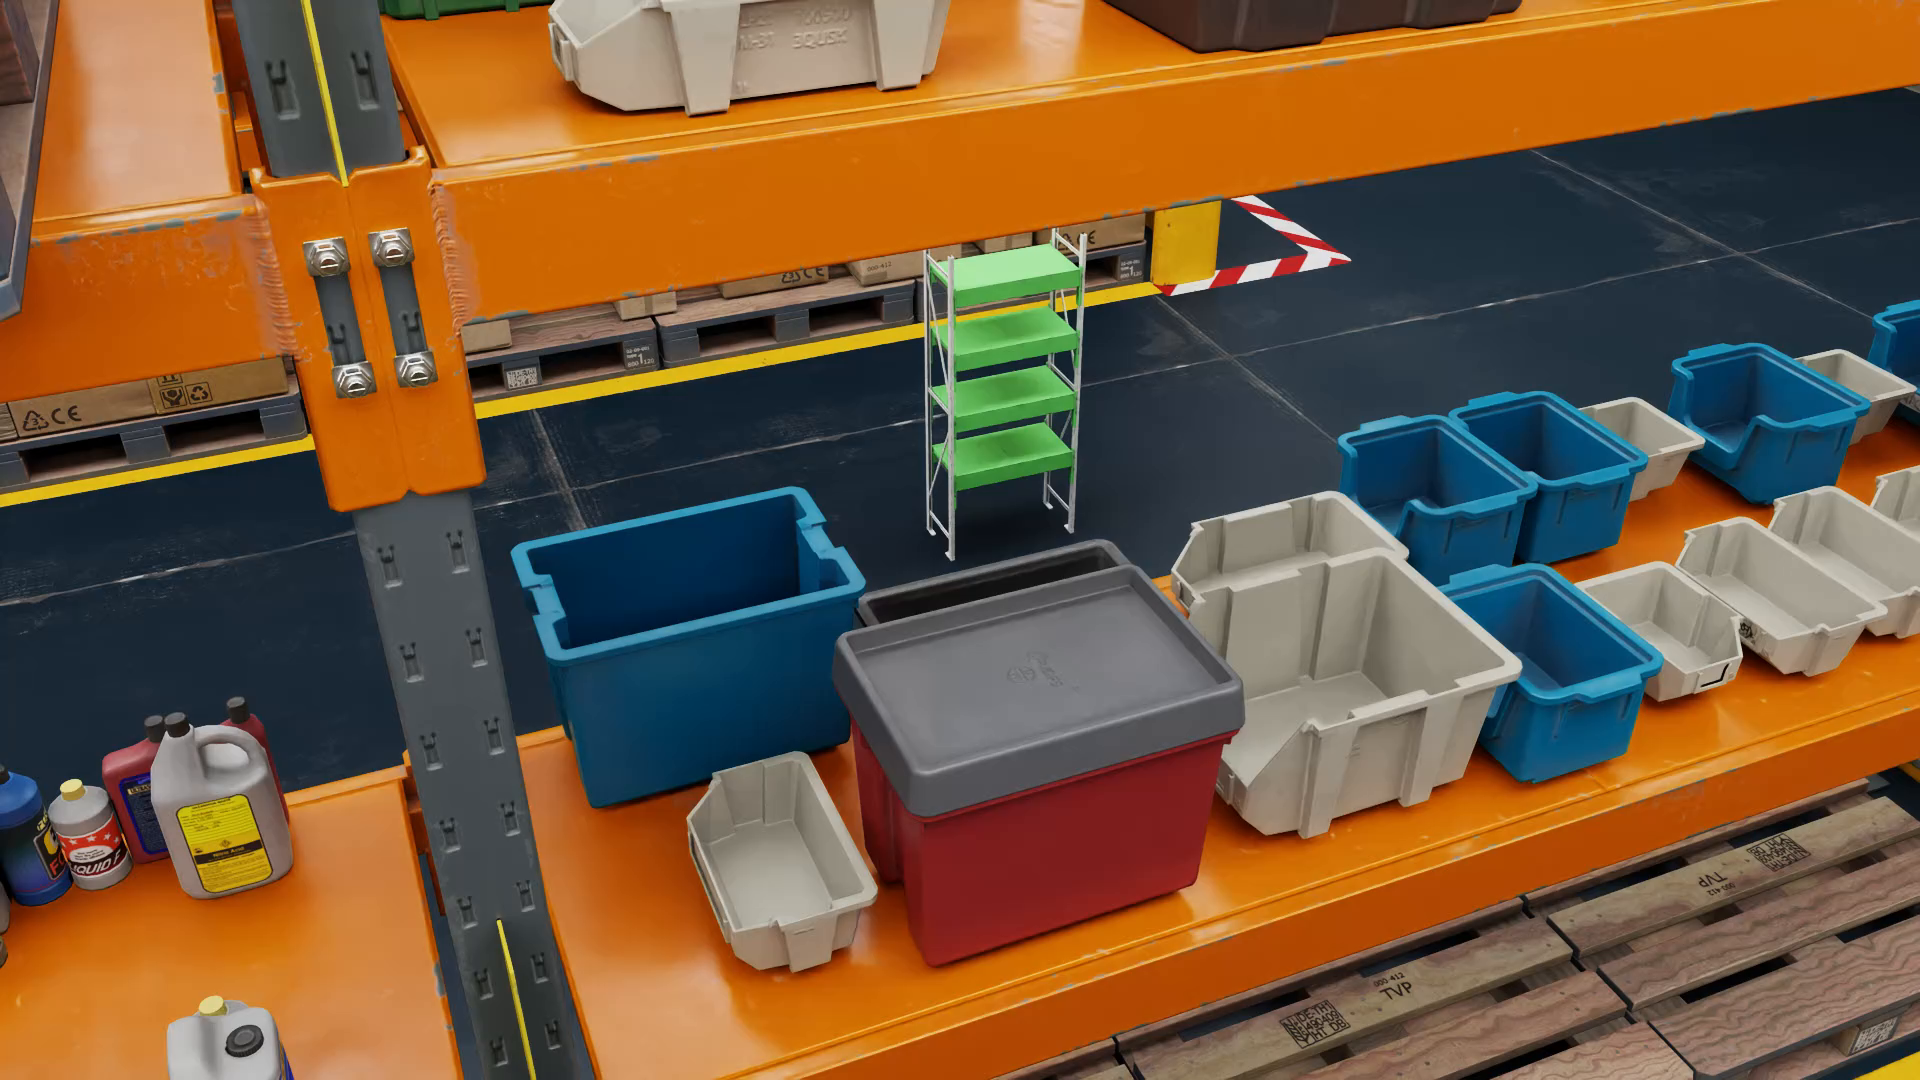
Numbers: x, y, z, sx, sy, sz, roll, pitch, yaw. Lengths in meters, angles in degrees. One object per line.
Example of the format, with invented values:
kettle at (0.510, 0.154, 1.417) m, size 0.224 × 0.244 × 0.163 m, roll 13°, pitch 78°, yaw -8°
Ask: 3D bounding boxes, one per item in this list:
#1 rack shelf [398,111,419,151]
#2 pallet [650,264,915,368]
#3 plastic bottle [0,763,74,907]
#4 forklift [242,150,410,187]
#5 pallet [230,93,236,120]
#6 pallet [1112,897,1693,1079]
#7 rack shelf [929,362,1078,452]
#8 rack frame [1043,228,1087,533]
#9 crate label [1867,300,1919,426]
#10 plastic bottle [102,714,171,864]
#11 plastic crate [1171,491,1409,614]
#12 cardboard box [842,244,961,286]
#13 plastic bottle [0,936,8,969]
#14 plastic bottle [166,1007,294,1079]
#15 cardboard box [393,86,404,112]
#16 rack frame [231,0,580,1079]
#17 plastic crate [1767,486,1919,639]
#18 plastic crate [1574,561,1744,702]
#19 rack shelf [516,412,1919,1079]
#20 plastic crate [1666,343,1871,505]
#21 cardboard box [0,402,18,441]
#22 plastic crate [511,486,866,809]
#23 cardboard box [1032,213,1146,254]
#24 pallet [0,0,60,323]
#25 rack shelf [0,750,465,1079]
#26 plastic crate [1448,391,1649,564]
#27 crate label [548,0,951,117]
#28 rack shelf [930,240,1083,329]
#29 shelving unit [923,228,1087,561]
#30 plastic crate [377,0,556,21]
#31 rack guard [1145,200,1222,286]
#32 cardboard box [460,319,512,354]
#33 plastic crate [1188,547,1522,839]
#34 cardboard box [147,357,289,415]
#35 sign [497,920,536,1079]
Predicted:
rack shelf at (-0.868, -2.115, 7.409) m, size 4.000 × 0.370 × 1.077 m, roll -13°, pitch 35°, yaw -19°
pallet at (-0.952, -1.229, 7.946) m, size 1.213 × 0.211 × 1.003 m, roll -13°, pitch 35°, yaw -19°
plastic bottle at (-1.614, 0.497, 2.854) m, size 0.097 × 0.271 × 0.097 m, roll 0°, pitch 33°, yaw 0°
forklift at (-3.065, -3.306, 8.644) m, size 3.031 × 2.935 × 1.130 m, roll -12°, pitch 35°, yaw -18°
pallet at (-3.491, -1.800, 6.442) m, size 1.213 × 0.211 × 1.003 m, roll -13°, pitch 35°, yaw -19°
pallet at (0.991, 1.232, 4.163) m, size 1.213 × 0.211 × 1.003 m, roll -13°, pitch 35°, yaw -19°
rack shelf at (0.153, -0.484, 6.011) m, size 0.480 × 0.148 × 0.258 m, roll -13°, pitch 35°, yaw -19°
rack frame at (0.378, -0.589, 6.056) m, size 0.015 × 1.200 × 0.240 m, roll -13°, pitch 35°, yaw -19°
crate label at (2.535, -0.415, 4.236) m, size 0.303 × 0.233 × 0.416 m, roll -13°, pitch 35°, yaw -19°
plastic bottle at (-1.425, 0.438, 2.934) m, size 0.133 × 0.283 × 0.061 m, roll -13°, pitch 35°, yaw -19°
plastic crate at (0.691, 0.064, 3.588) m, size 0.466 × 0.136 × 0.293 m, roll -13°, pitch 35°, yaw -19°
cardboard box at (-0.318, -1.446, 7.840) m, size 0.500 × 0.250 × 0.500 m, roll -13°, pitch 35°, yaw -19°
plastic bottle at (-1.644, 0.623, 2.724) m, size 0.097 × 0.201 × 0.097 m, roll 0°, pitch 33°, yaw 0°
plastic bottle at (-1.037, 0.795, 2.391) m, size 0.135 × 0.276 × 0.152 m, roll -13°, pitch 35°, yaw -19°
cardboard box at (-2.137, -2.006, 6.492) m, size 0.500 × 0.500 × 0.500 m, roll -12°, pitch 35°, yaw -18°
rack frame at (-0.797, 0.499, 2.732) m, size 0.053 × 2.616 × 0.949 m, roll -13°, pitch 35°, yaw -19°
plastic crate at (1.935, 0.056, 3.601) m, size 0.243 × 0.136 × 0.396 m, roll -13°, pitch 35°, yaw -19°
plastic crate at (1.422, 0.199, 3.381) m, size 0.250 × 0.136 × 0.298 m, roll -13°, pitch 35°, yaw -19°
rack shelf at (1.046, 0.377, 3.580) m, size 4.000 × 0.370 × 1.077 m, roll -13°, pitch 35°, yaw -19°
plastic crate at (1.928, -0.276, 4.023) m, size 0.300 × 0.233 × 0.416 m, roll -13°, pitch 35°, yaw -19°
cardboard box at (-3.978, -0.677, 6.428) m, size 0.500 × 0.500 × 0.500 m, roll -12°, pitch 35°, yaw -18°
plastic crate at (-0.500, 0.209, 3.138) m, size 0.575 × 0.384 × 0.392 m, roll -13°, pitch 35°, yaw -19°
cardboard box at (0.570, -1.736, 8.057) m, size 0.500 × 0.500 × 0.500 m, roll -13°, pitch 35°, yaw -19°
pallet at (-1.483, -0.466, 1.638) m, size 1.003 × 0.211 × 1.213 m, roll -13°, pitch 35°, yaw -19°
rack shelf at (-2.642, 1.221, 2.282) m, size 4.000 × 0.370 × 1.077 m, roll -13°, pitch 35°, yaw -19°
plastic crate at (1.321, -0.137, 3.809) m, size 0.300 × 0.233 × 0.416 m, roll -13°, pitch 35°, yaw -19°
crate label at (-0.235, -0.607, 1.924) m, size 0.466 × 0.136 × 0.293 m, roll -13°, pitch 35°, yaw -19°
rack shelf at (0.153, -0.887, 5.750) m, size 0.480 × 0.148 × 0.258 m, roll -13°, pitch 35°, yaw -19°
shelving unit at (0.153, -0.538, 5.976) m, size 0.503 × 1.200 × 0.258 m, roll -13°, pitch 35°, yaw -19°
plastic crate at (-0.525, -0.912, 2.346) m, size 0.662 × 0.188 × 0.450 m, roll -13°, pitch 35°, yaw -19°
rack guard at (0.906, -1.775, 8.519) m, size 0.348 × 0.500 × 1.175 m, roll -13°, pitch 35°, yaw -19°
cardboard box at (-2.242, -1.031, 7.146) m, size 0.500 × 0.311 × 0.500 m, roll -13°, pitch 35°, yaw -19°
plastic crate at (0.681, 0.292, 3.104) m, size 0.530 × 0.282 × 0.437 m, roll -13°, pitch 35°, yaw -19°
cardboard box at (-3.056, -0.882, 6.744) m, size 0.500 × 0.500 × 0.500 m, roll -13°, pitch 35°, yaw -19°
sign at (-0.587, 0.659, 2.234) m, size 0.005 × 0.325 × 0.100 m, roll -13°, pitch 35°, yaw -19°
